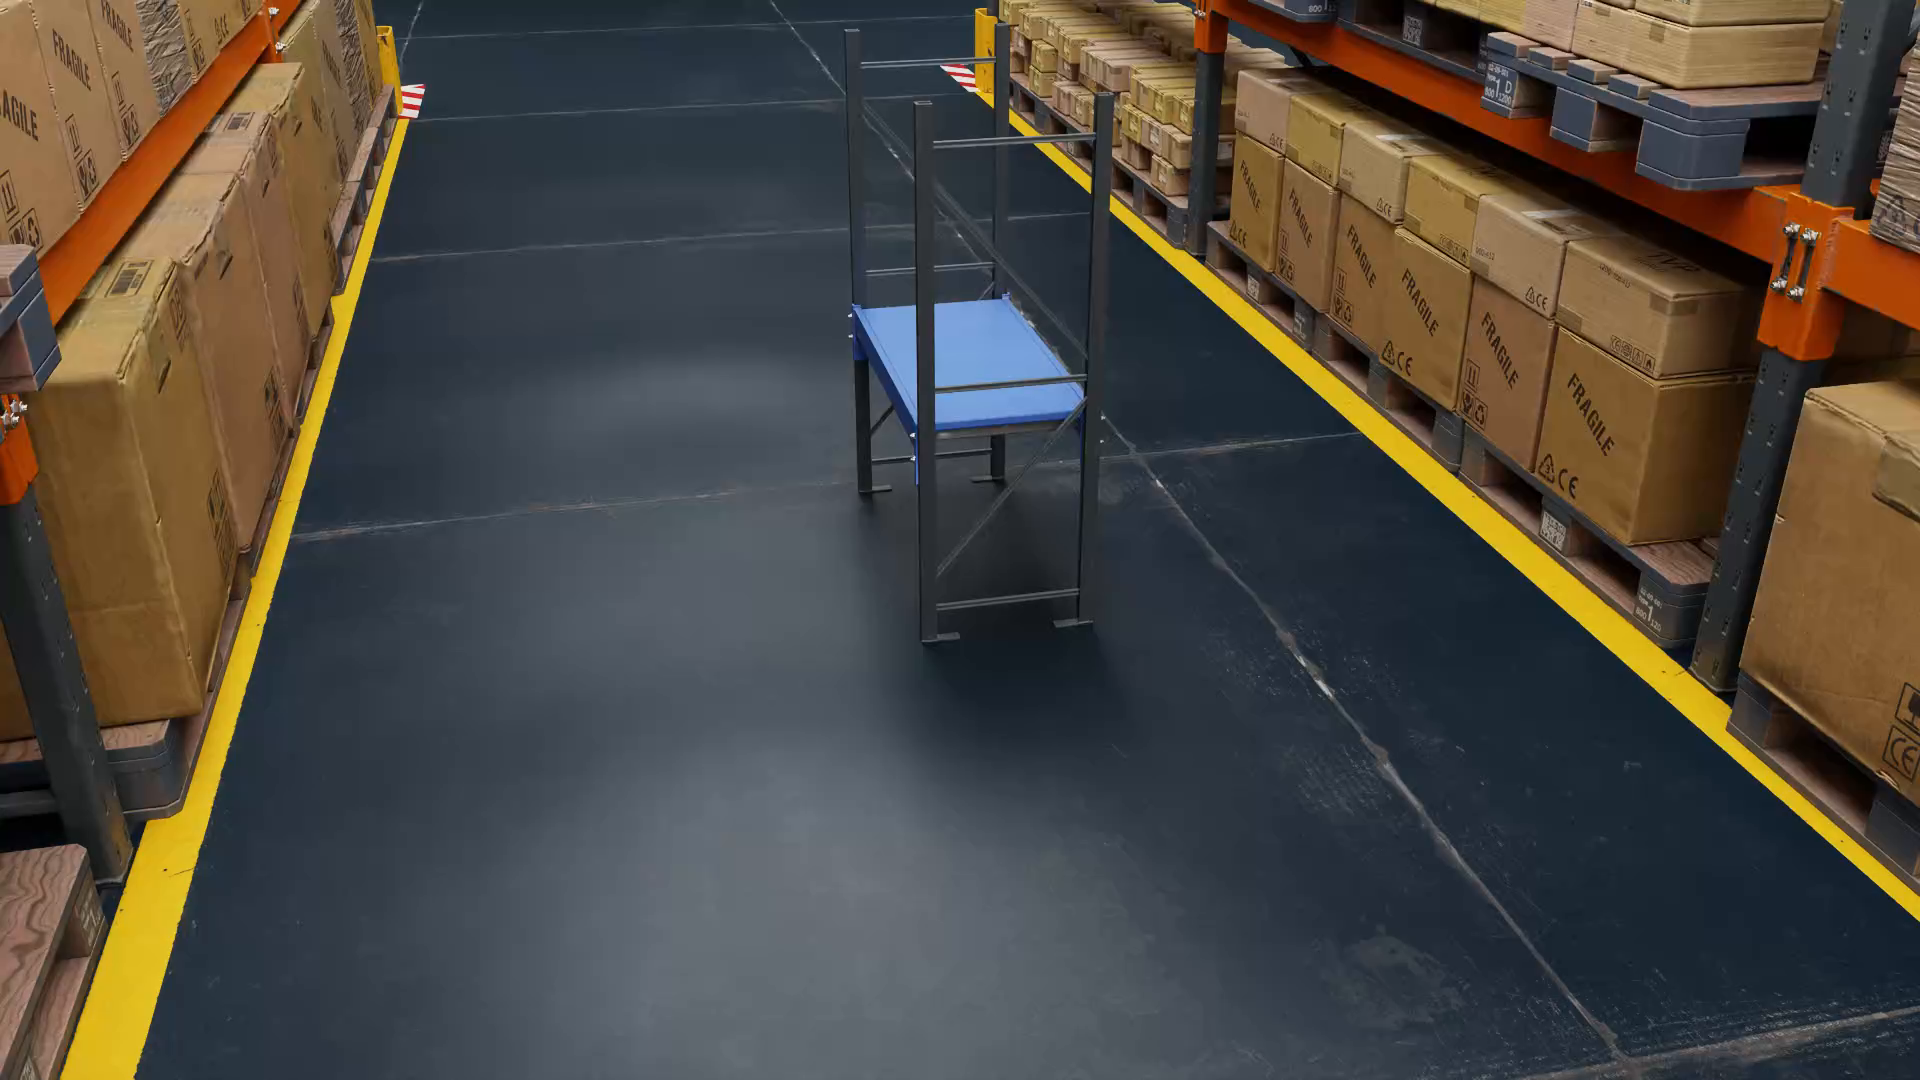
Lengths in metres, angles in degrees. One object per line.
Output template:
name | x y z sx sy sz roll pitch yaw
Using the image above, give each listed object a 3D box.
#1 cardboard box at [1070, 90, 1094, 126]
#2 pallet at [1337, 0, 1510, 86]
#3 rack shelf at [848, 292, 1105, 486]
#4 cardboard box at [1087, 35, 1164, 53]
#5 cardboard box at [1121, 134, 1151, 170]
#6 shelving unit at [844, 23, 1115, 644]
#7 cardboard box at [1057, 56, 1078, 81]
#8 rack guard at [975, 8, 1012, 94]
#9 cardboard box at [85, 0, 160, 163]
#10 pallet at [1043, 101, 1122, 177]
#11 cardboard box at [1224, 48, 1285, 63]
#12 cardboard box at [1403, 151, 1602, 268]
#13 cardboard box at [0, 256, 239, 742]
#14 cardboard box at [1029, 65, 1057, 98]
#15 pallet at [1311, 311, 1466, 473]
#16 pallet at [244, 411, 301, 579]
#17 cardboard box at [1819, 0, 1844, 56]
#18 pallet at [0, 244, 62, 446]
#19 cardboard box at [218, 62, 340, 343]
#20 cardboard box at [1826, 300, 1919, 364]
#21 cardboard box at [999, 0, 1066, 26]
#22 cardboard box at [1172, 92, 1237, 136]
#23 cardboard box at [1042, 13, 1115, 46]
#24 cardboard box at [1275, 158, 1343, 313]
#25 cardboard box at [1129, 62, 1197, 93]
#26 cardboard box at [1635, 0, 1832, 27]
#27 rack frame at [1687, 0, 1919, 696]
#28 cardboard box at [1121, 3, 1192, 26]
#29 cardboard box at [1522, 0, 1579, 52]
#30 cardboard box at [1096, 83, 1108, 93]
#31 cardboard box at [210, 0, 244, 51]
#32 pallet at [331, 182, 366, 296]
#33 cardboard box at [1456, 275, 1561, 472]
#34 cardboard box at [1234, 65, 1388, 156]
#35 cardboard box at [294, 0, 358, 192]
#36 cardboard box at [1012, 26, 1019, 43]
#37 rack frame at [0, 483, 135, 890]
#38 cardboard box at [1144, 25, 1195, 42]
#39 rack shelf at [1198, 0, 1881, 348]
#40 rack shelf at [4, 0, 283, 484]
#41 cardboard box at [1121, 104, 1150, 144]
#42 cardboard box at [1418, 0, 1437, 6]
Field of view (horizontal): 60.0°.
cardboard box | 0.849 -2.488 9.547 0.380 0.149 0.250 -6 27 -12
pallet | 1.998 -1.780 5.661 1.003 0.211 1.213 -6 27 -12
rack shelf | 0.019 -0.472 4.919 0.538 0.185 1.000 -6 27 -12
cardboard box | 0.934 -2.753 9.412 0.380 0.149 0.250 -6 27 -11
cardboard box | 1.063 -2.041 8.663 0.380 0.149 0.250 -7 28 -13
shelving unit | 0.019 -0.632 4.838 0.538 1.500 1.048 -6 27 -12
cardboard box | 0.802 -2.850 9.935 0.380 0.149 0.250 -7 28 -14
rack guard | 0.698 -3.364 11.360 1.175 0.500 0.348 -6 27 -12
cardboard box | -2.453 -1.278 4.342 0.500 0.500 0.500 -6 27 -13
pallet | 1.118 -2.340 9.652 1.003 0.211 1.213 -6 27 -12
cardboard box | 1.539 -2.575 9.060 0.380 0.149 0.250 -5 27 -10
cardboard box | 1.851 -1.126 5.628 0.500 0.250 0.500 -5 27 -10
cardboard box | -2.506 -0.086 3.983 1.225 0.875 0.875 -7 28 -14
cardboard box | 0.640 -2.827 10.220 0.380 0.149 0.250 -6 27 -11
pallet | 2.038 -0.634 6.272 1.003 0.211 1.213 -6 27 -12
pallet | -2.747 -0.185 5.383 1.003 0.211 1.213 -6 27 -12
cardboard box | 2.520 -1.411 4.529 0.380 0.149 0.250 -5 27 -9
pallet | -2.107 -0.154 2.439 1.213 0.211 1.003 -6 27 -12
cardboard box | -3.109 -1.258 6.305 1.225 0.875 0.875 -6 27 -11
cardboard box | 2.565 -0.735 4.852 0.500 0.250 0.500 -7 28 -14
cardboard box | 0.468 -3.429 10.752 0.380 0.149 0.250 -7 28 -14
cardboard box | 1.249 -2.067 8.054 0.380 0.149 0.250 -5 27 -10
cardboard box | 0.716 -3.096 10.093 0.380 0.149 0.250 -7 28 -14
cardboard box | 1.612 -1.245 6.696 0.500 0.500 0.500 -5 27 -9
cardboard box | 1.107 -2.406 8.725 0.380 0.149 0.250 -5 27 -10
cardboard box | 1.929 -1.380 4.137 0.380 0.149 0.250 -5 27 -11
rack frame | 2.484 -1.001 3.904 1.000 3.000 0.127 -6 27 -12
cardboard box | 1.230 -3.270 10.437 0.380 0.149 0.250 -7 28 -13
cardboard box | 1.813 -1.468 4.643 0.380 0.149 0.250 -5 27 -11
cardboard box | 0.973 -2.494 9.229 0.380 0.149 0.250 -7 28 -14
cardboard box | -2.796 -1.947 5.667 0.500 0.500 0.500 -5 27 -10
pallet | -3.368 -1.395 7.779 1.003 0.211 1.213 -6 27 -12
cardboard box | 1.968 -0.563 5.345 0.500 0.500 0.500 -5 27 -10
cardboard box | 1.492 -1.812 6.987 0.500 0.250 0.500 -7 28 -14
cardboard box | -3.546 -2.230 8.230 0.875 0.875 0.875 -6 27 -12
cardboard box | 0.549 -3.305 10.836 0.380 0.149 0.250 -5 27 -9
rack frame | -2.371 -0.542 2.994 1.000 3.000 0.127 -6 27 -12
cardboard box | 1.293 -2.910 9.725 0.380 0.149 0.250 -7 28 -13
rack shelf | 2.033 -1.558 5.806 1.077 0.370 4.000 -6 27 -12
rack shelf | -2.822 -1.099 4.896 1.077 0.370 4.000 -6 27 -12
cardboard box | 1.051 -2.144 8.537 0.380 0.149 0.250 -7 28 -13
cardboard box | 1.641 -1.810 5.320 0.380 0.149 0.250 -5 27 -10
